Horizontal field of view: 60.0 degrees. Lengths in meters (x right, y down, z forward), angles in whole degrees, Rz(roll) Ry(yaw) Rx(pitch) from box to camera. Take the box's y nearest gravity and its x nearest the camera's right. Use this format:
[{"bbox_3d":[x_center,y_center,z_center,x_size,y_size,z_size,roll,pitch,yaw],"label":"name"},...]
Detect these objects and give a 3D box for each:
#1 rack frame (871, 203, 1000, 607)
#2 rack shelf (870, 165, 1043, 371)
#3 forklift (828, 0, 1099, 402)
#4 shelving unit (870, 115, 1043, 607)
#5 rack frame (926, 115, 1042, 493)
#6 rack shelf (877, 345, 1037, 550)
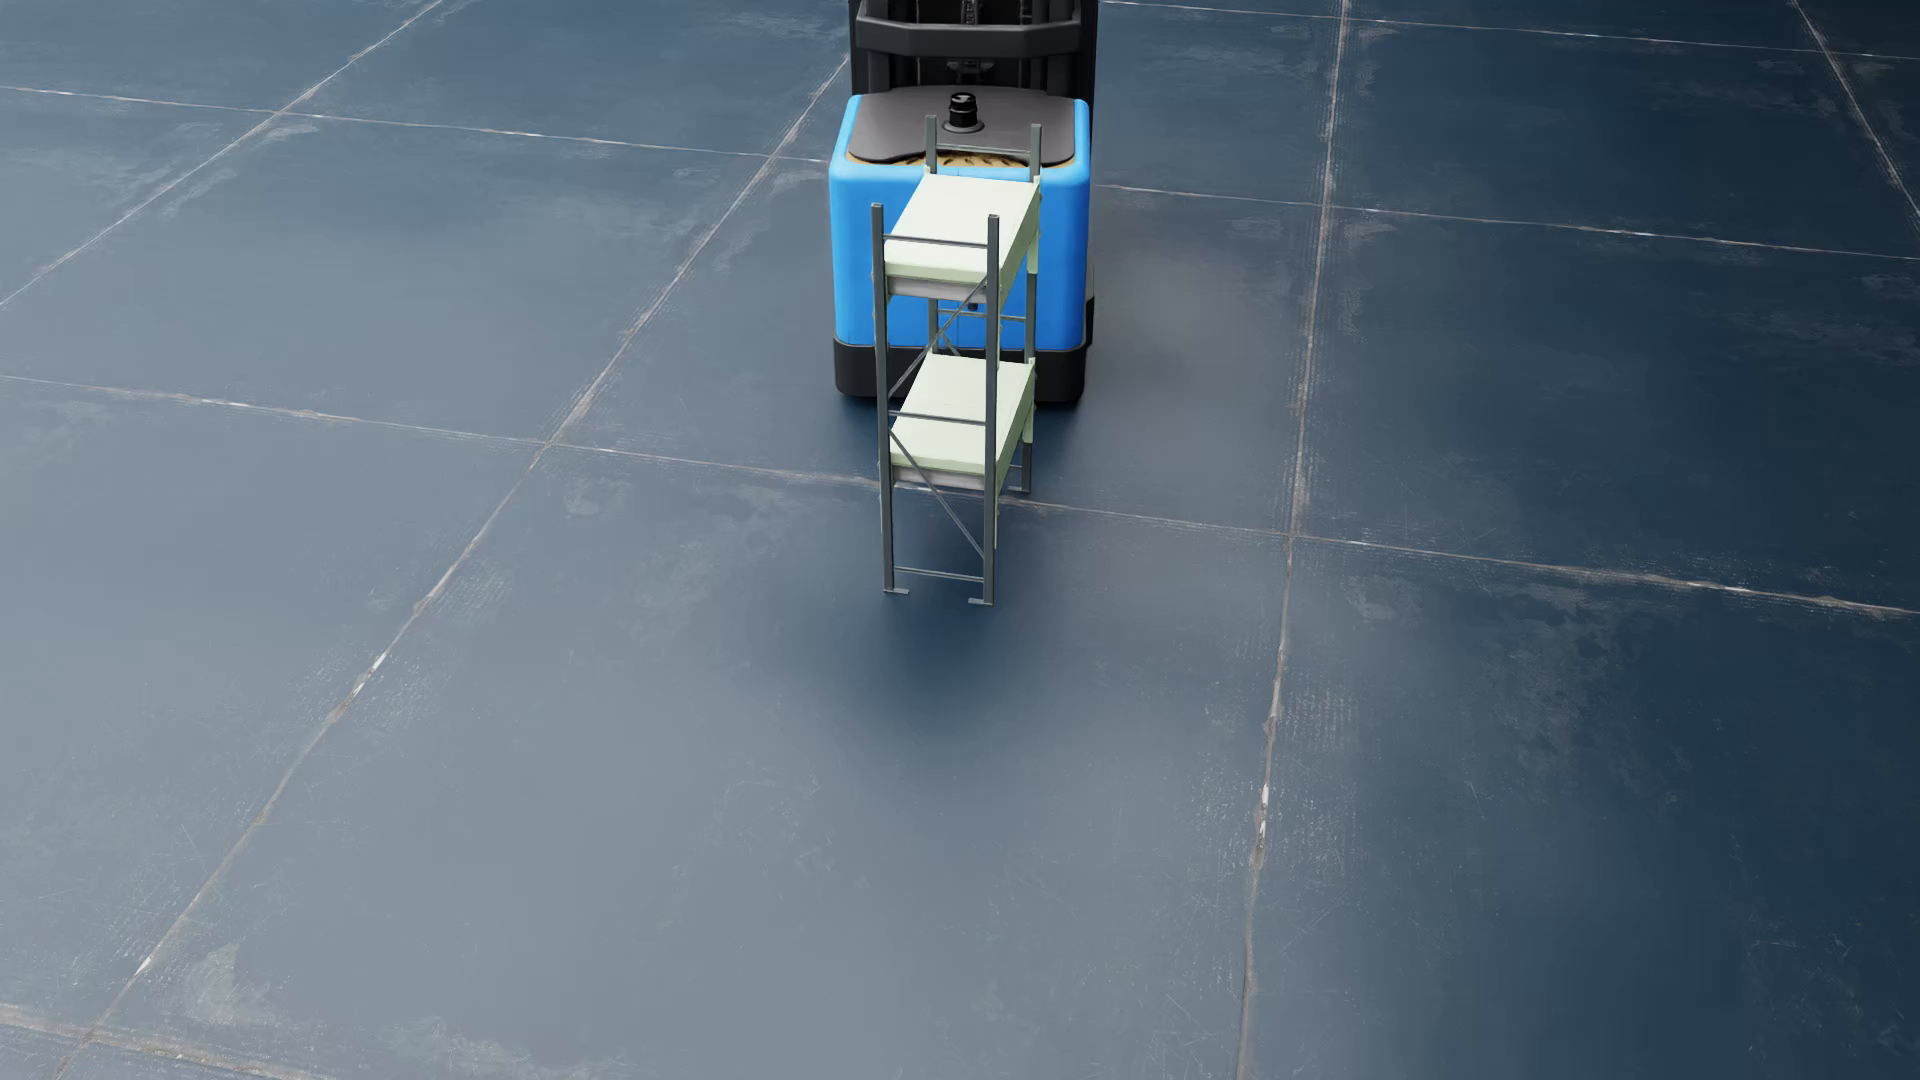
[{"bbox_3d":[-0.077,-0.401,5.526,0.400,1.500,0.023,7,37,10],"label":"rack frame"},{"bbox_3d":[0.001,-0.927,5.586,0.431,0.370,0.720,7,37,10],"label":"rack shelf"},{"bbox_3d":[0.072,-2.603,7.344,1.130,2.935,3.031,2,36,2],"label":"forklift"},{"bbox_3d":[0.001,-0.611,5.815,0.431,1.500,0.755,7,37,10],"label":"shelving unit"},{"bbox_3d":[0.080,-0.821,6.105,0.400,1.500,0.023,7,37,10],"label":"rack frame"},{"bbox_3d":[0.001,-0.347,6.006,0.431,0.370,0.720,7,37,10],"label":"rack shelf"}]
